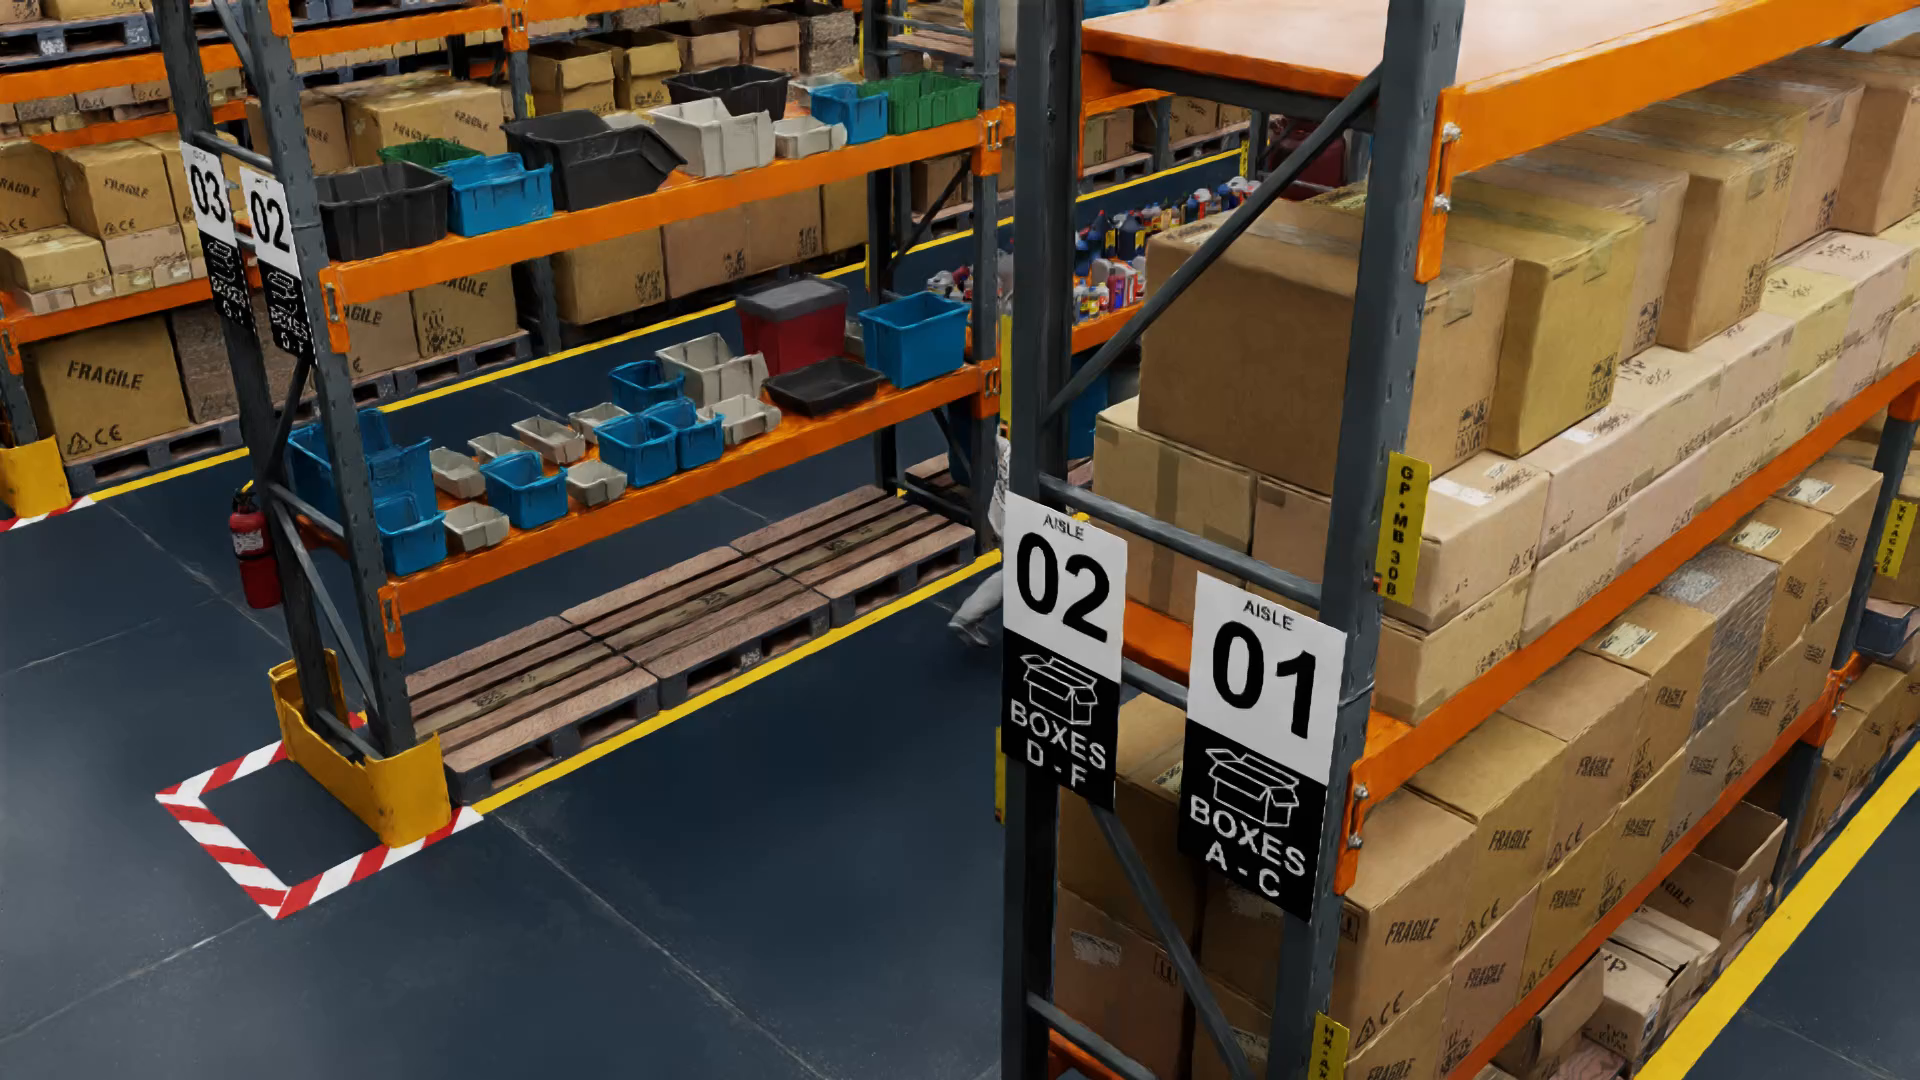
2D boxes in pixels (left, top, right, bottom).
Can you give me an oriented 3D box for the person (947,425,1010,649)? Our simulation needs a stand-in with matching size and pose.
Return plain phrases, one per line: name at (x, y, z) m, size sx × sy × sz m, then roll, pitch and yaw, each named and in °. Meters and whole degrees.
person at (0.353, -0.081, 9.054) m, size 0.817 × 1.725 × 0.546 m, roll -7°, pitch 28°, yaw -13°
